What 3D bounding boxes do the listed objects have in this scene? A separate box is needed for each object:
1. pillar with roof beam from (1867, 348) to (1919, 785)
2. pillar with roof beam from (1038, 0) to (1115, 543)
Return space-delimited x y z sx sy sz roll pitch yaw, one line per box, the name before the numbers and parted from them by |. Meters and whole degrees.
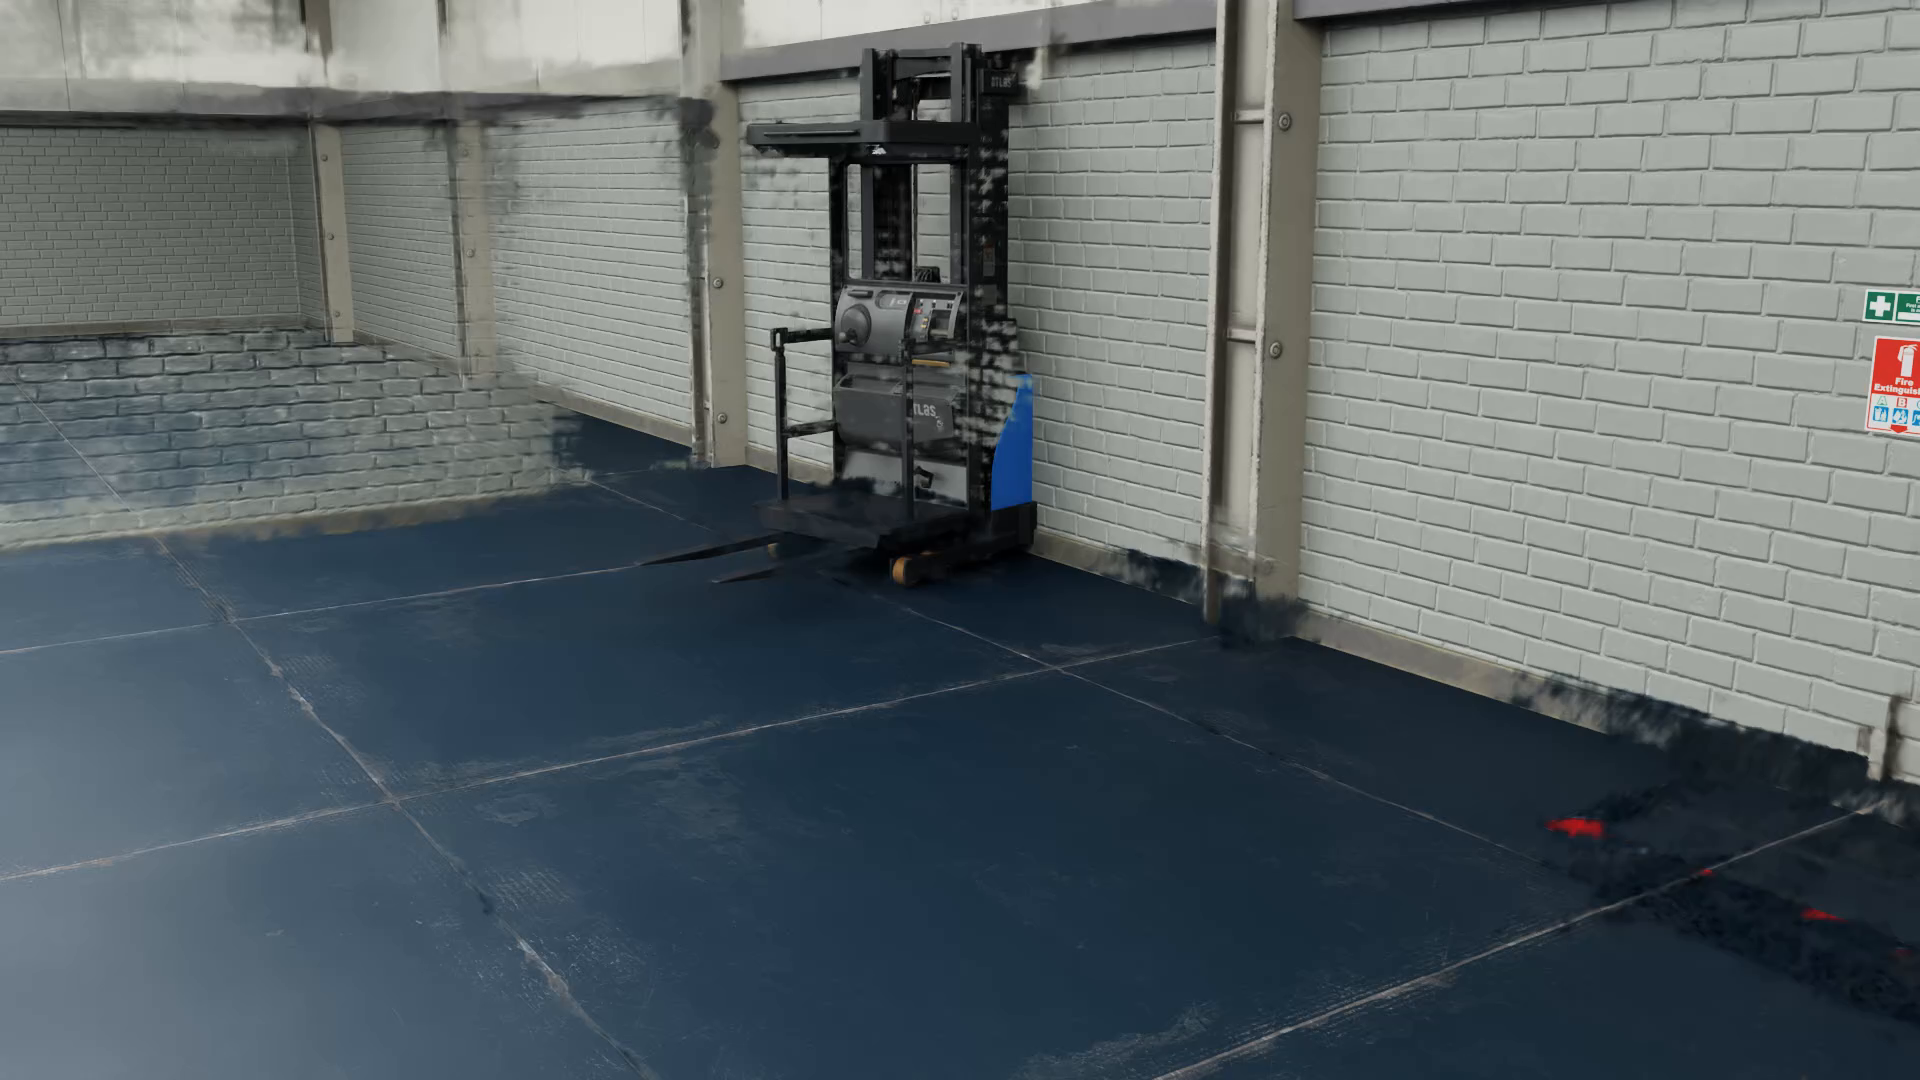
pillar with roof beam | -8.802 -5.570 14.767 9.100 9.000 0.400 -8 15 -33
pillar with roof beam | -12.127 -6.637 19.647 9.100 9.000 0.400 -8 15 -33
